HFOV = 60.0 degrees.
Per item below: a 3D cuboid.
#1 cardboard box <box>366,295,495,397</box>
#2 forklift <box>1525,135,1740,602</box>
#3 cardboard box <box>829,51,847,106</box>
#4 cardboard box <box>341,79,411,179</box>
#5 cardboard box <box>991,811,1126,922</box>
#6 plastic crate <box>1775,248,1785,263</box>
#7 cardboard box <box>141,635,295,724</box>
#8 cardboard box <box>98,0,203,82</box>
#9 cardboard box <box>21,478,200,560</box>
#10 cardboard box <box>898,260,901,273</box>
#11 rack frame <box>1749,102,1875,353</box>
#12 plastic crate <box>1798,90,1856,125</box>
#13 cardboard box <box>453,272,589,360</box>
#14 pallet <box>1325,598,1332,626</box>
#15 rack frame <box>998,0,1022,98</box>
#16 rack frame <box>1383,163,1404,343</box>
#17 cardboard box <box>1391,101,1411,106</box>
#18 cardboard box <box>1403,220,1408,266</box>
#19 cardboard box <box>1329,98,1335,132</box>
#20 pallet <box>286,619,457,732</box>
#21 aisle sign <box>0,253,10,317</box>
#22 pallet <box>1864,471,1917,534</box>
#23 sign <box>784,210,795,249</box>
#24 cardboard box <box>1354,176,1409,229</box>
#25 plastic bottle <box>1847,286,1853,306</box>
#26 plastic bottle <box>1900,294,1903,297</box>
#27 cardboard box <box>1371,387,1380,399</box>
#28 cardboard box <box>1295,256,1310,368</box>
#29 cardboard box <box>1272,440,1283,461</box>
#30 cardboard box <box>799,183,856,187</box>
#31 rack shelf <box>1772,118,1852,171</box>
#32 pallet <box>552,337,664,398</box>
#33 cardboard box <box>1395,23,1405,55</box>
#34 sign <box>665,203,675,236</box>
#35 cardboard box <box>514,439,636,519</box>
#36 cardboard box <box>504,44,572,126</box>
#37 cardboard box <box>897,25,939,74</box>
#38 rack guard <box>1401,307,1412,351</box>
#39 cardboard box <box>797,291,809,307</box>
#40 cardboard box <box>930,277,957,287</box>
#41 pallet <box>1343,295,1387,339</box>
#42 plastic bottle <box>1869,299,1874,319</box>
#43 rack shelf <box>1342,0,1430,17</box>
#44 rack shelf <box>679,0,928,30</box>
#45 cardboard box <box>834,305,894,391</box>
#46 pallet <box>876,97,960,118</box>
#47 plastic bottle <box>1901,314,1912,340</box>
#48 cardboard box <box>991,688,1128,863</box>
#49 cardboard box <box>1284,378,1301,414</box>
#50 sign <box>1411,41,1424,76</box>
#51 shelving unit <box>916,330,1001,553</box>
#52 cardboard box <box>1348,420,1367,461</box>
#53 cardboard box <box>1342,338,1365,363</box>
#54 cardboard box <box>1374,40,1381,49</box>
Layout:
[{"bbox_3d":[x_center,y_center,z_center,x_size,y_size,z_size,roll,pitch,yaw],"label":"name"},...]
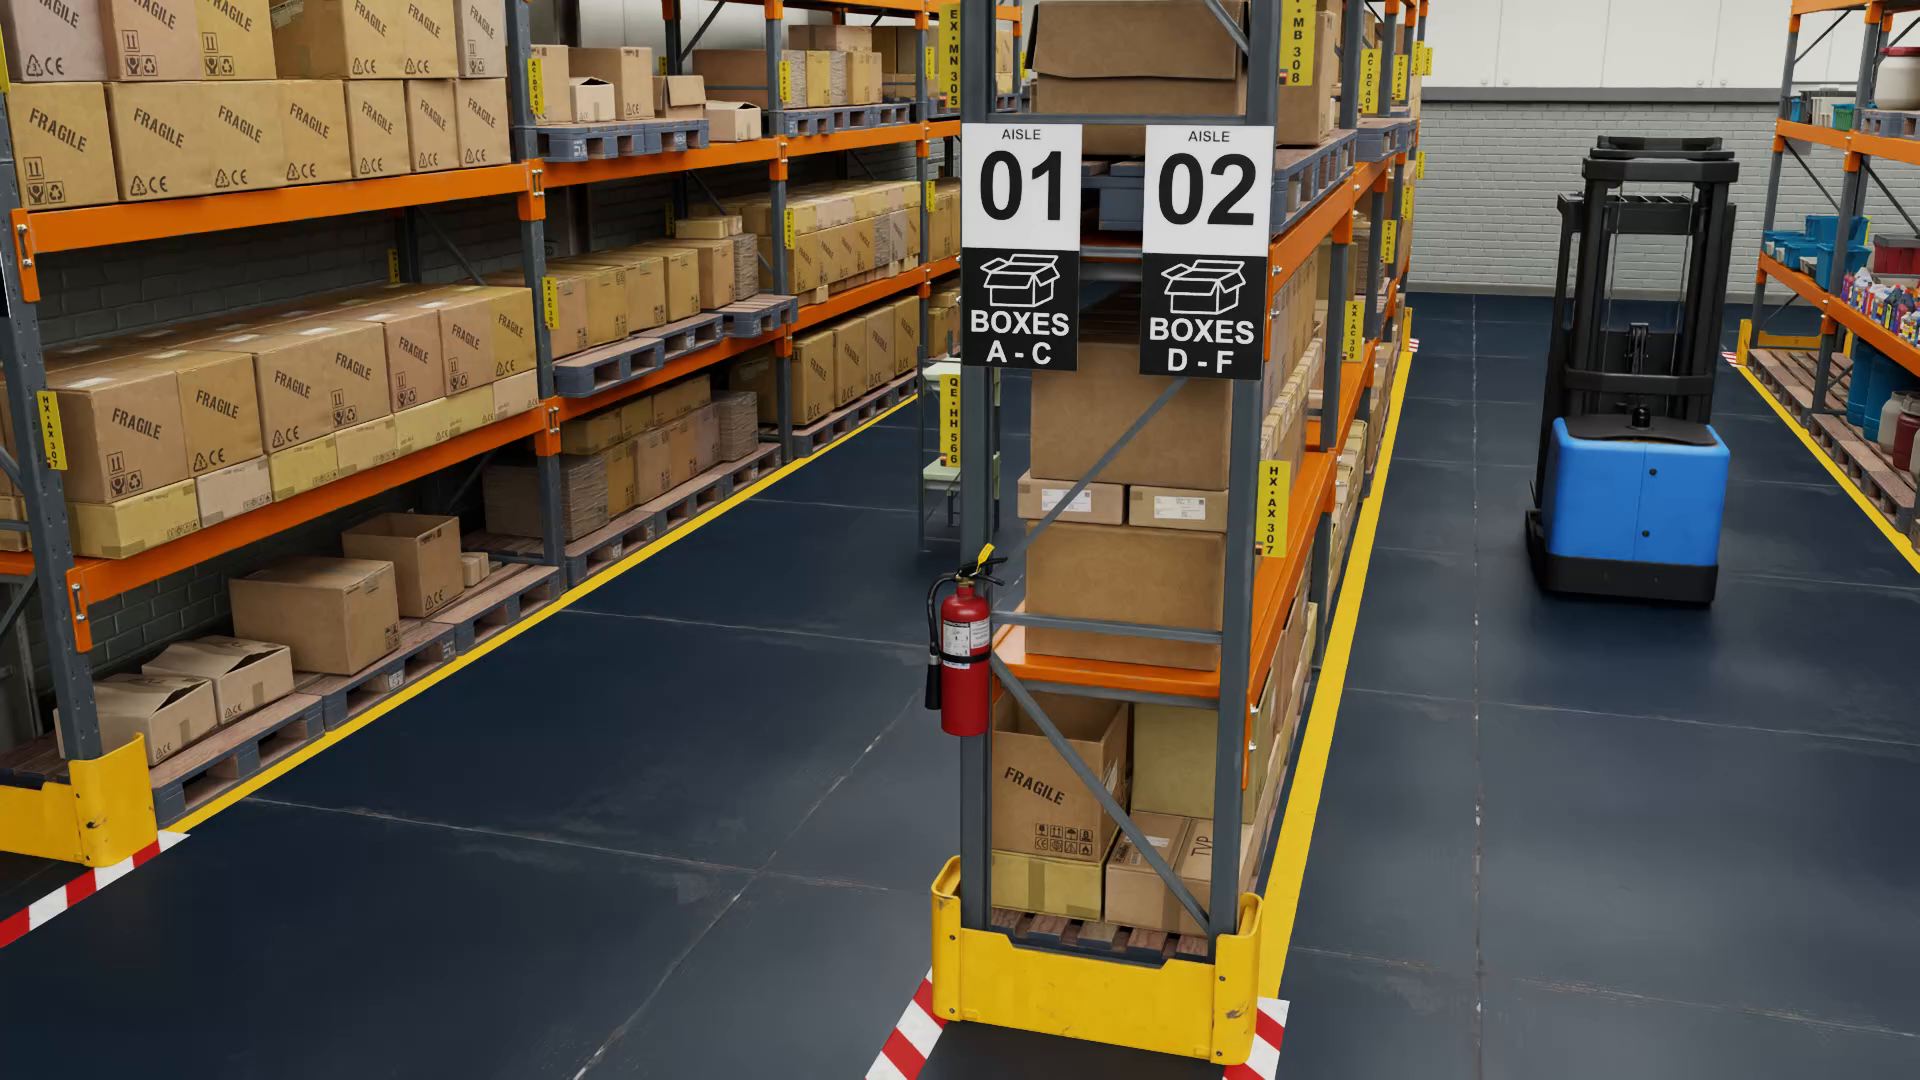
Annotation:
[{"bbox_3d":[-3.092,-1.141,9.721,0.500,0.500,0.500,5,16,16],"label":"cardboard box"},{"bbox_3d":[4.741,-1.370,11.788,1.130,2.935,3.031,4,16,15],"label":"forklift"},{"bbox_3d":[-1.499,-4.419,15.927,0.700,0.500,0.500,5,16,16],"label":"cardboard box"},{"bbox_3d":[-3.301,-2.192,8.844,0.500,0.500,0.500,4,16,14],"label":"cardboard box"},{"bbox_3d":[0.366,1.265,6.641,0.500,0.250,0.500,5,16,16],"label":"cardboard box"},{"bbox_3d":[9.042,-3.101,18.139,0.250,0.136,0.298,5,16,16],"label":"plastic crate"},{"bbox_3d":[-3.809,0.683,8.545,0.500,0.311,0.500,6,17,20],"label":"cardboard box"},{"bbox_3d":[-3.721,-2.267,7.274,0.500,0.500,0.500,4,16,15],"label":"cardboard box"},{"bbox_3d":[-3.811,-0.116,7.479,0.500,0.250,0.500,4,16,14],"label":"cardboard box"},{"bbox_3d":[-0.834,-2.861,17.343,0.380,0.149,0.250,5,17,18],"label":"cardboard box"},{"bbox_3d":[9.791,-3.493,19.148,1.000,3.000,0.127,5,16,16],"label":"rack frame"},{"bbox_3d":[9.094,-4.528,17.413,0.504,0.338,0.767,5,16,16],"label":"plastic crate"},{"bbox_3d":[-2.940,-1.512,11.174,0.700,0.500,0.500,5,16,16],"label":"cardboard box"},{"bbox_3d":[1.805,0.407,10.508,1.003,0.211,1.213,5,16,16],"label":"pallet"},{"bbox_3d":[0.293,-7.148,21.038,1.000,3.000,0.127,5,16,16],"label":"rack frame"},{"bbox_3d":[3.907,-2.832,16.816,1.000,3.000,0.127,5,16,16],"label":"rack frame"},{"bbox_3d":[4.282,-4.311,16.808,0.500,0.250,0.500,5,16,16],"label":"cardboard box"},{"bbox_3d":[4.599,-3.257,18.132,0.500,0.500,0.500,5,16,16],"label":"cardboard box"},{"bbox_3d":[1.552,-1.994,7.798,0.380,0.149,0.250,5,16,16],"label":"cardboard box"},{"bbox_3d":[-3.619,0.718,9.410,1.003,0.211,1.213,5,16,16],"label":"pallet"},{"bbox_3d":[-3.987,-1.284,6.595,0.394,0.787,0.004,5,16,16],"label":"aisle sign"},{"bbox_3d":[7.702,-0.268,12.888,1.003,0.211,1.213,5,16,16],"label":"pallet"},{"bbox_3d":[-1.458,-2.648,14.191,0.100,0.325,0.005,5,16,16],"label":"sign"},{"bbox_3d":[4.310,-3.462,17.024,0.500,0.500,0.500,5,17,17],"label":"cardboard box"},{"bbox_3d":[8.088,-2.222,15.029,0.097,0.201,0.097,0,16,0],"label":"plastic bottle"},{"bbox_3d":[7.697,-1.861,13.606,0.061,0.283,0.133,5,16,16],"label":"plastic bottle"},{"bbox_3d":[3.317,-1.029,14.234,0.500,0.500,0.500,4,16,14],"label":"cardboard box"},{"bbox_3d":[1.371,-1.162,8.369,0.700,0.500,0.500,5,16,16],"label":"cardboard box"},{"bbox_3d":[1.079,-0.267,7.590,0.700,0.500,0.500,5,17,18],"label":"cardboard box"},{"bbox_3d":[-1.367,-3.539,17.170,0.500,0.250,0.500,5,17,17],"label":"cardboard box"},{"bbox_3d":[9.223,-4.067,16.992,1.077,0.370,4.000,5,16,16],"label":"rack shelf"},{"bbox_3d":[-2.761,-1.218,11.479,1.003,0.211,1.213,5,16,16],"label":"pallet"},{"bbox_3d":[4.286,-5.054,17.138,0.700,0.500,0.500,5,16,16],"label":"cardboard box"},{"bbox_3d":[-2.514,-2.768,14.468,0.100,0.325,0.005,5,16,16],"label":"sign"},{"bbox_3d":[-2.825,-0.464,12.243,0.700,0.500,0.500,4,16,15],"label":"cardboard box"},{"bbox_3d":[-2.885,-2.952,10.790,0.500,0.500,0.500,7,17,24],"label":"cardboard box"},{"bbox_3d":[-0.372,-5.362,18.186,0.500,0.500,0.500,4,16,15],"label":"cardboard box"},{"bbox_3d":[5.022,-2.656,20.777,1.175,0.500,0.348,5,16,16],"label":"rack guard"},{"bbox_3d":[-1.585,-2.191,14.979,0.380,0.149,0.250,5,17,17],"label":"cardboard box"},{"bbox_3d":[-0.253,-3.166,20.616,0.380,0.149,0.250,5,17,17],"label":"cardboard box"},{"bbox_3d":[2.895,-1.876,13.797,1.213,0.211,1.003,5,16,16],"label":"pallet"},{"bbox_3d":[7.836,-1.989,14.209,0.097,0.201,0.097,0,16,0],"label":"plastic bottle"},{"bbox_3d":[4.475,-5.893,17.941,1.077,0.370,4.000,5,16,16],"label":"rack shelf"},{"bbox_3d":[-1.412,-5.039,15.656,1.077,0.370,4.000,5,16,16],"label":"rack shelf"},{"bbox_3d":[-1.154,-1.970,16.947,0.750,0.750,0.750,5,17,18],"label":"cardboard box"},{"bbox_3d":[-0.601,-4.829,18.521,1.003,0.211,1.213,5,16,16],"label":"pallet"},{"bbox_3d":[7.506,-1.685,13.139,0.097,0.201,0.097,0,16,0],"label":"plastic bottle"},{"bbox_3d":[0.363,0.904,6.539,0.500,0.500,0.500,5,16,16],"label":"cardboard box"},{"bbox_3d":[1.399,-0.679,7.855,0.380,0.149,0.250,5,17,17],"label":"cardboard box"},{"bbox_3d":[4.440,-4.671,16.134,0.100,0.325,0.005,5,16,16],"label":"sign"},{"bbox_3d":[-0.002,-0.720,12.119,0.431,1.500,0.755,5,16,16],"label":"shelving unit"},{"bbox_3d":[2.857,-0.778,12.817,0.500,0.311,0.500,5,17,17],"label":"cardboard box"},{"bbox_3d":[2.779,-1.408,12.256,0.380,0.149,0.250,5,16,16],"label":"cardboard box"},{"bbox_3d":[3.525,-4.270,15.255,0.600,0.600,0.600,4,16,15],"label":"cardboard box"}]
